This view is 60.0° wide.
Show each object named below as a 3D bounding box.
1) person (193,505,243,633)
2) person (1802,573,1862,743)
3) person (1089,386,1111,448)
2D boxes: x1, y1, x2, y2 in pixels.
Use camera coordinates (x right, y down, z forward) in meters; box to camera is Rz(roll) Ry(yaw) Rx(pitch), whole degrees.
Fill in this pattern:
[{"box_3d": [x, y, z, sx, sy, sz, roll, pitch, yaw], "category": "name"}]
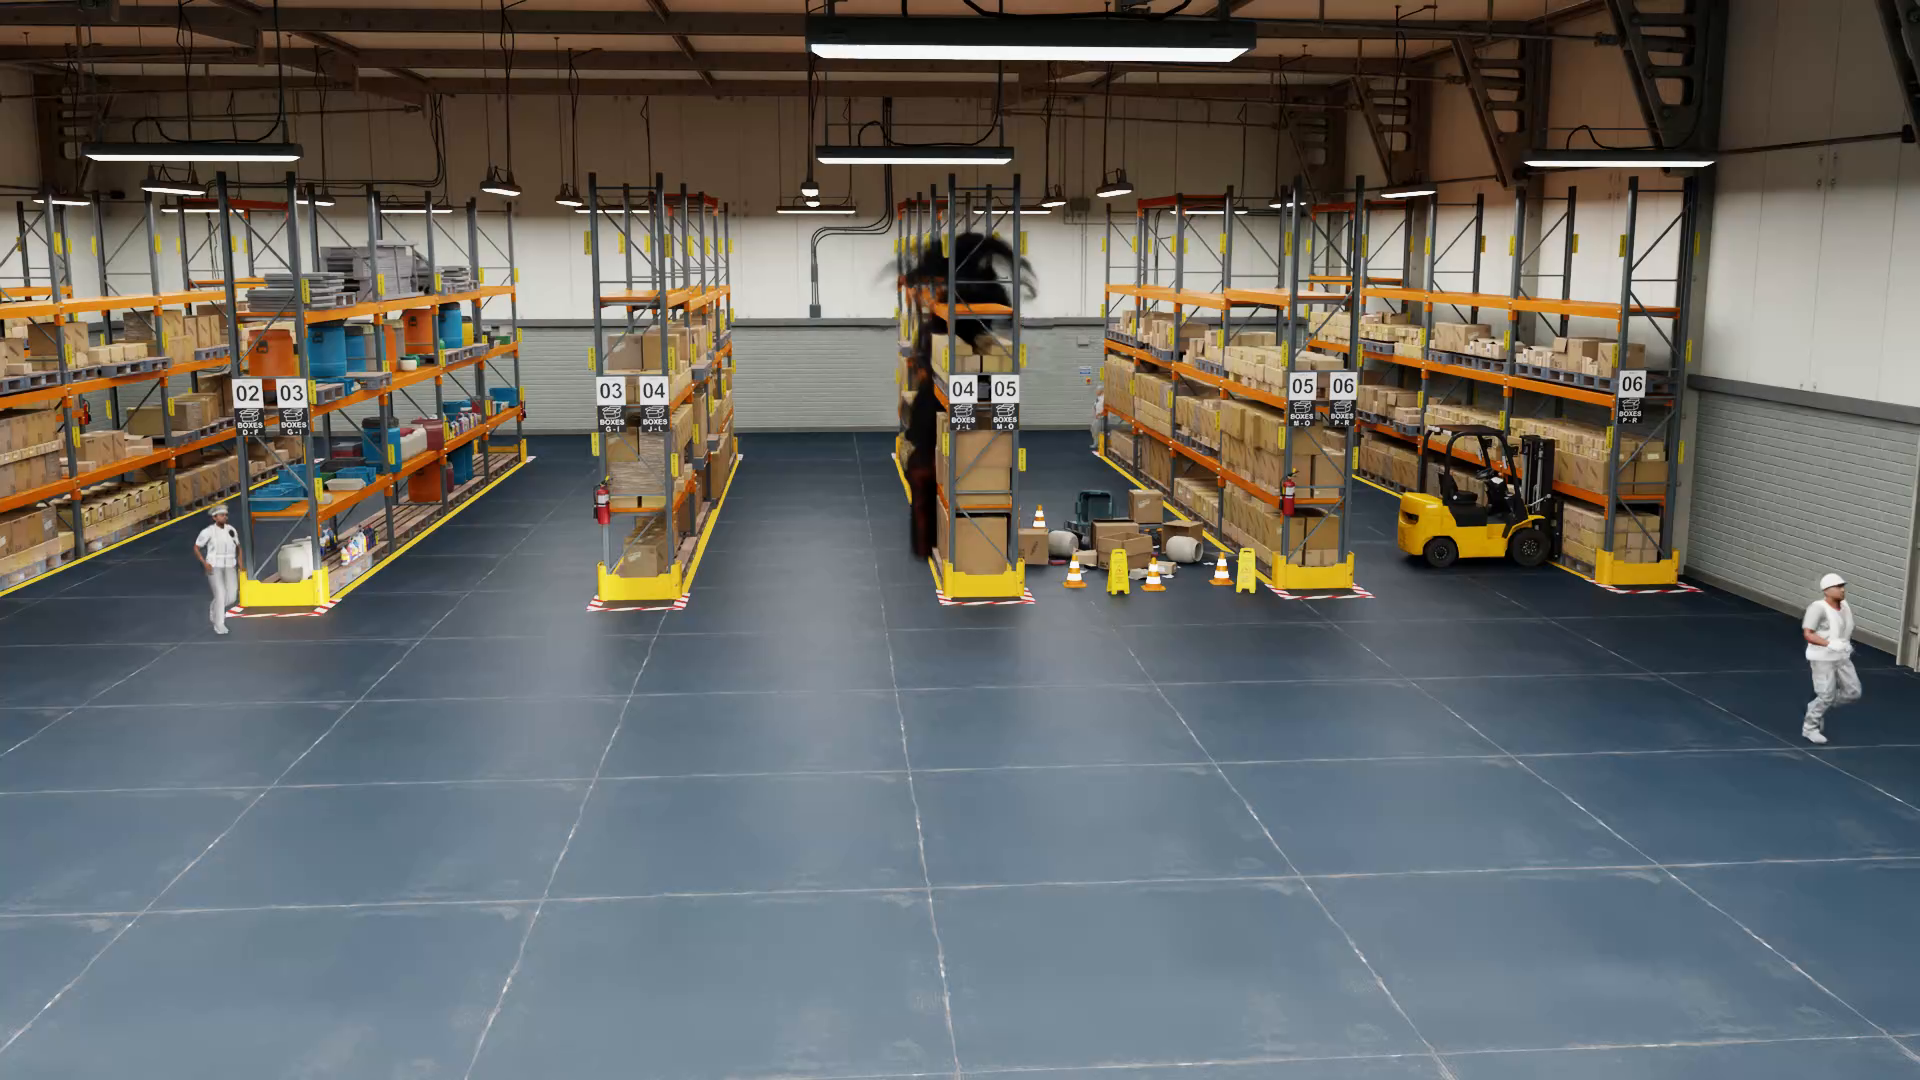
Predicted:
[{"box_3d": [-9.744, 0.369, 21.940, 0.498, 1.668, 0.618, 9, 14, 42], "category": "person"}, {"box_3d": [8.829, 1.206, 16.828, 0.740, 1.747, 0.572, -5, 11, -27], "category": "person"}, {"box_3d": [3.569, -3.059, 41.534, 0.657, 1.603, 0.675, 1, 10, 4], "category": "person"}]
